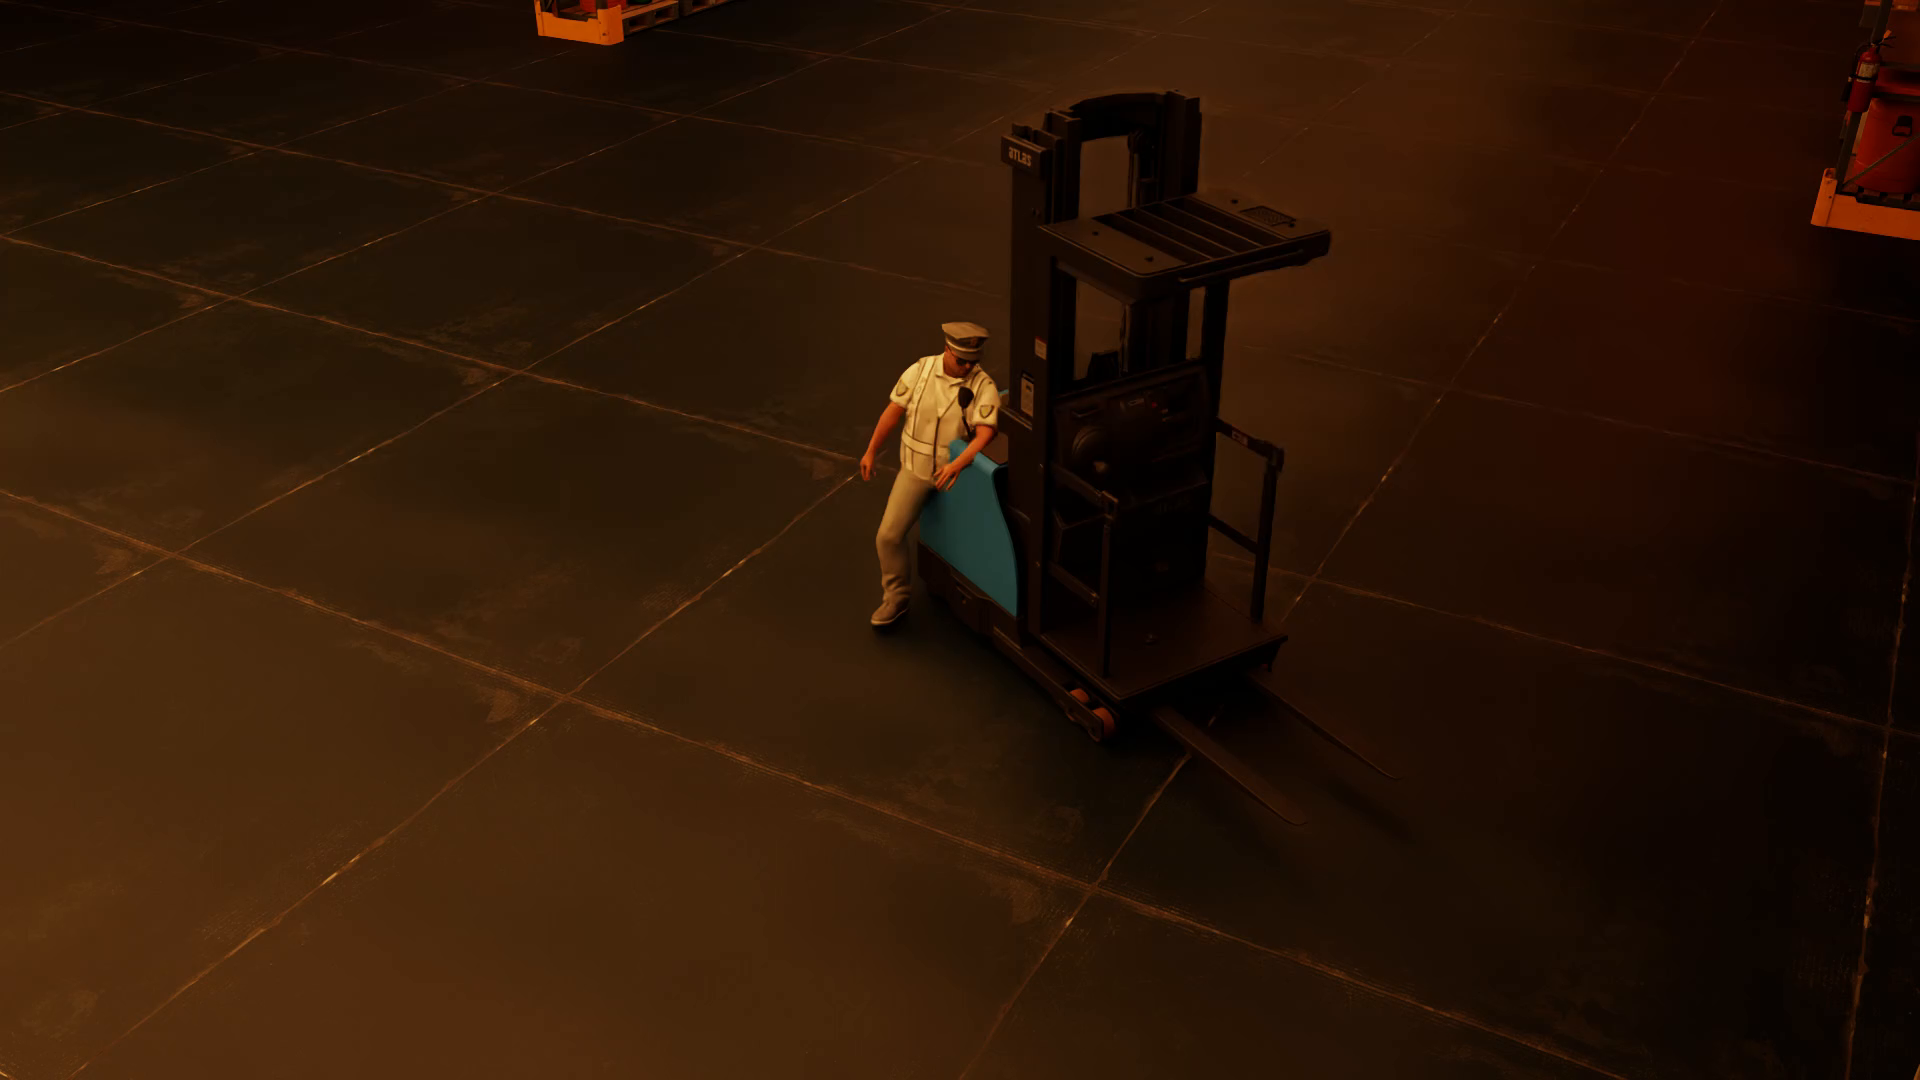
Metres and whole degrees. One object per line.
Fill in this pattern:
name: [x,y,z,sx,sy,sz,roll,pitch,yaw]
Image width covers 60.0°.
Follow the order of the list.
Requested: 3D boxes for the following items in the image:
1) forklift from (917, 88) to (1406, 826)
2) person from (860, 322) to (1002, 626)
forklift: [0.969,-0.538,8.003,1.130,2.935,3.031,-18,34,-28]
person: [-0.151,-0.350,8.964,0.806,1.651,0.873,3,30,4]
